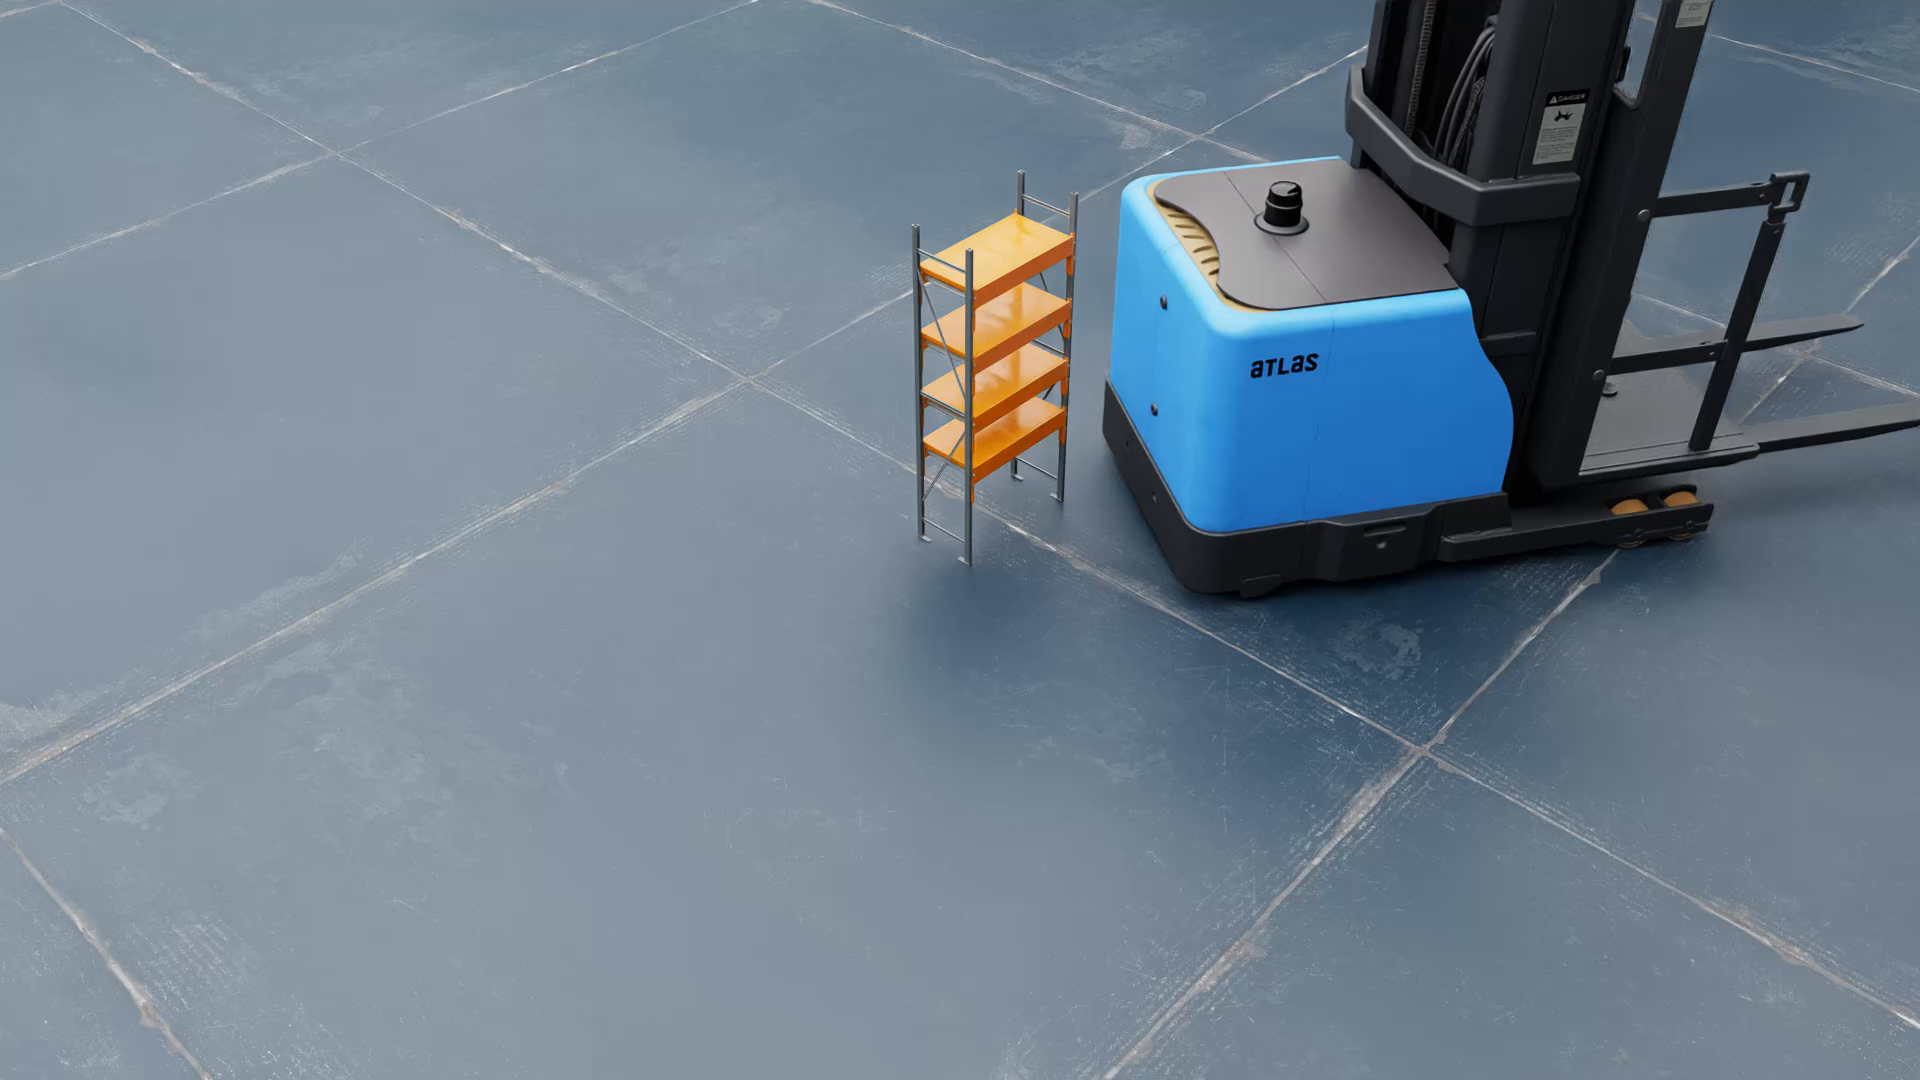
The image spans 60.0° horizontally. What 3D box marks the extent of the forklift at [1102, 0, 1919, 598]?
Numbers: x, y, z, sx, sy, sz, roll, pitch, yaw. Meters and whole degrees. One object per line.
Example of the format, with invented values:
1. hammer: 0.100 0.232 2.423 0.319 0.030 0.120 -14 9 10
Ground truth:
1. forklift: 2.097 -1.433 5.198 3.031 2.935 1.130 -8 39 -10

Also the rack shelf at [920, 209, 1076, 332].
1. rack shelf: 0.112 -0.853 5.228 0.258 0.148 0.480 30 47 32

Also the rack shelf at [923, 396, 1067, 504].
1. rack shelf: 0.112 -0.338 5.638 0.258 0.148 0.480 30 47 32

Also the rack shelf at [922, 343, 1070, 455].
1. rack shelf: 0.112 -0.493 5.514 0.258 0.148 0.480 30 47 32

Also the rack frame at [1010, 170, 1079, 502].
1. rack frame: 0.276 -0.658 5.613 0.240 1.200 0.015 30 47 32

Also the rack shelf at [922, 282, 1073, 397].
1. rack shelf: 0.112 -0.668 5.375 0.258 0.148 0.480 30 47 32

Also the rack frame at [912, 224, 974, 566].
1. rack frame: -0.053 -0.434 5.331 0.240 1.200 0.015 30 47 32

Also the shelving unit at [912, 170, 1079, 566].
1. shelving unit: 0.112 -0.546 5.472 0.258 1.200 0.503 30 47 32
